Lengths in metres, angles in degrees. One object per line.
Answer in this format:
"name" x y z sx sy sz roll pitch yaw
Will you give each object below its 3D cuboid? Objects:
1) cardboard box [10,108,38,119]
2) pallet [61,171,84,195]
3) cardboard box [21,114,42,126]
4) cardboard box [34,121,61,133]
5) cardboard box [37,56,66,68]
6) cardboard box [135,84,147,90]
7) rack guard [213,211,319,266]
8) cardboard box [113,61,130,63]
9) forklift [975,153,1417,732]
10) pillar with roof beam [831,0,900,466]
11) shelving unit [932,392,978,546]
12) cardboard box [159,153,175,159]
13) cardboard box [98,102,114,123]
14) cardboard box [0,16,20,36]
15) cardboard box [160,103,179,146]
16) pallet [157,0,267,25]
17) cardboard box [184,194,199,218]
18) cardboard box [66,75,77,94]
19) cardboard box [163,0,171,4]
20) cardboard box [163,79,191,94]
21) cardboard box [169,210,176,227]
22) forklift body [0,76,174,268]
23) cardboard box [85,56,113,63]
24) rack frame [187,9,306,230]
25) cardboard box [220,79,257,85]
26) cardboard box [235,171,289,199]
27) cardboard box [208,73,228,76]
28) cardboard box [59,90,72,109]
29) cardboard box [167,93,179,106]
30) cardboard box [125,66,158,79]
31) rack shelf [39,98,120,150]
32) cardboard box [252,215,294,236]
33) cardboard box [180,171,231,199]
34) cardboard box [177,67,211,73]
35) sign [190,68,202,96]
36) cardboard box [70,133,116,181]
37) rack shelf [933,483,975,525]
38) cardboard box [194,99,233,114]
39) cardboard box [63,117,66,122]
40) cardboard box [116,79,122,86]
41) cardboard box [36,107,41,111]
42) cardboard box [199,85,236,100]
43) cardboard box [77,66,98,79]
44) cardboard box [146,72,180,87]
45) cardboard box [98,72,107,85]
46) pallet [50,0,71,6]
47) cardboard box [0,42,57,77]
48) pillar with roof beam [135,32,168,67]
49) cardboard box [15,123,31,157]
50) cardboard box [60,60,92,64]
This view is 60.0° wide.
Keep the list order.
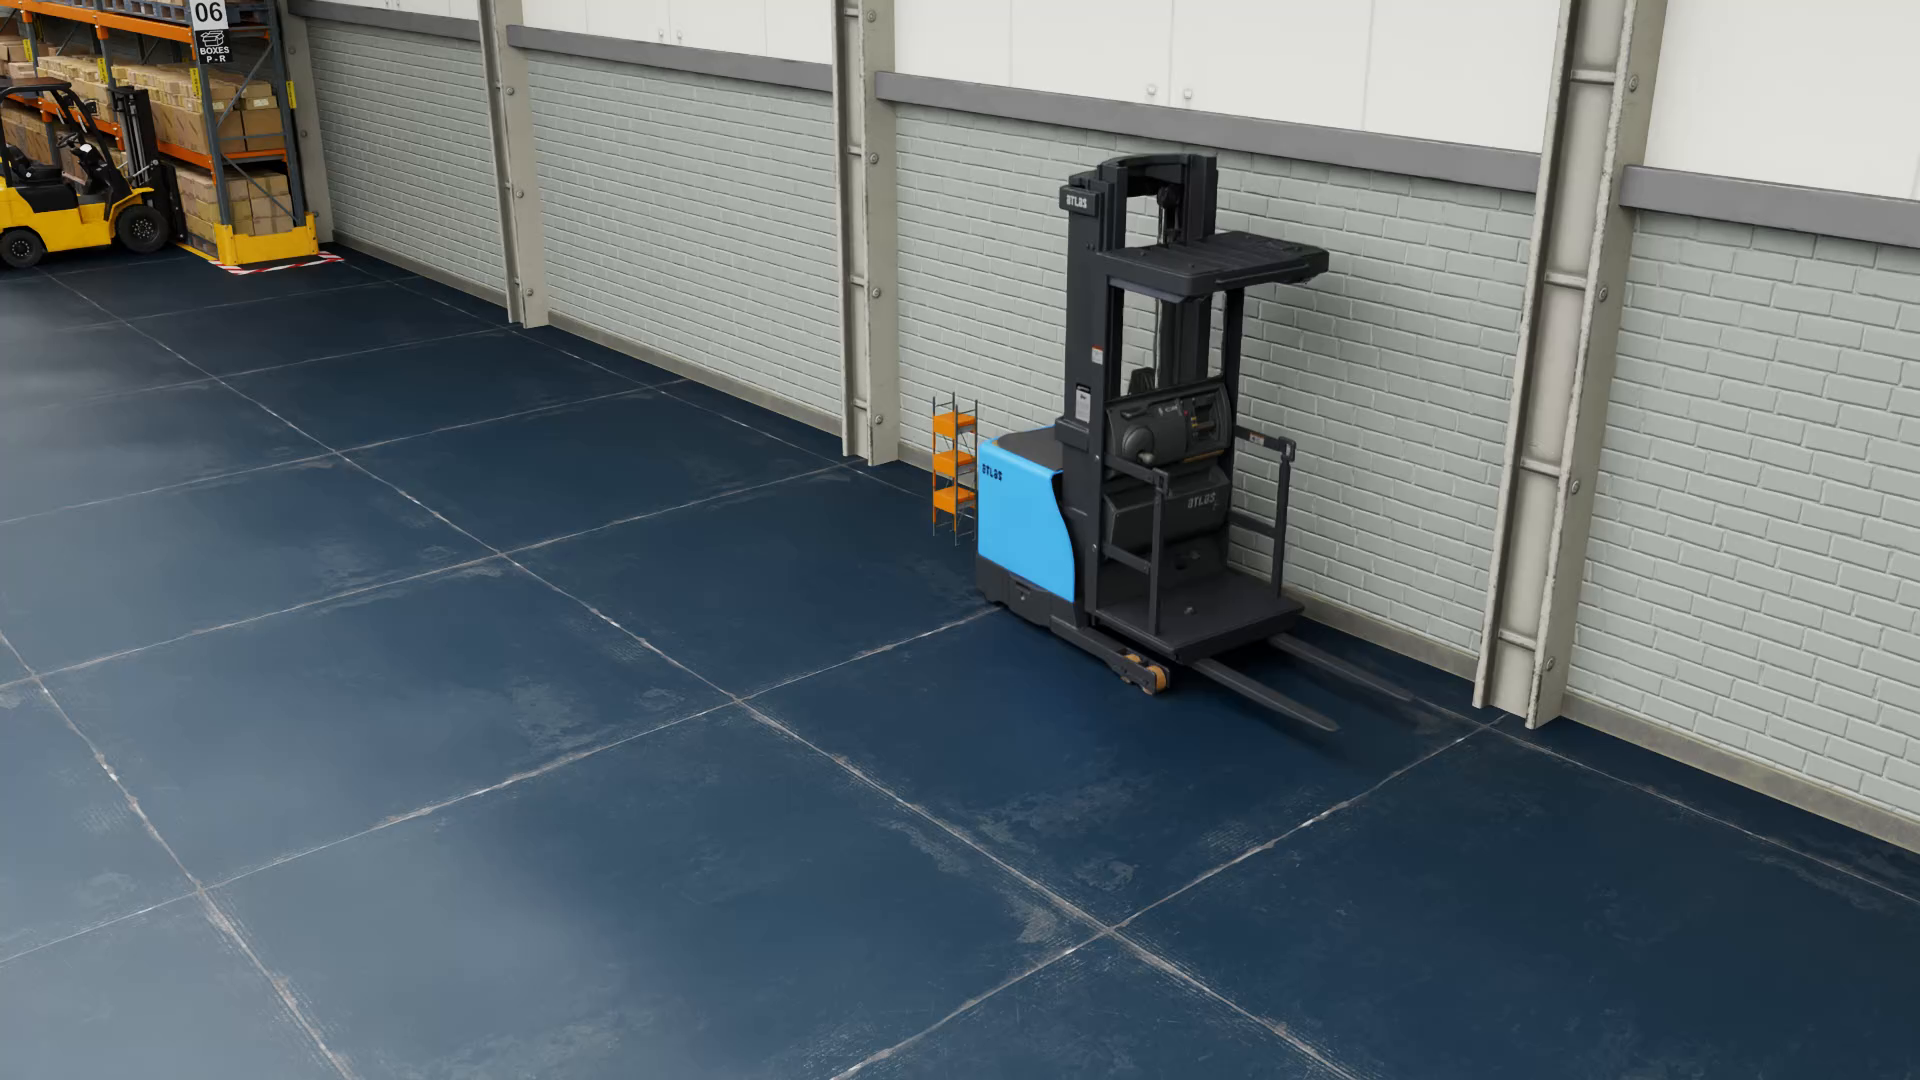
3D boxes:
"cardboard box" -15.987 -7.283 28.428 0.380 0.149 0.250 -18 28 -38
"pallet" -13.505 -5.670 26.171 1.003 0.211 1.213 -17 27 -37
"cardboard box" -15.372 -6.988 27.675 0.380 0.149 0.250 -19 28 -40
"cardboard box" -14.729 -6.683 26.896 0.380 0.149 0.250 -19 28 -40
"cardboard box" -14.028 -7.396 25.727 0.380 0.149 0.250 -16 27 -36
"cardboard box" -10.757 -6.003 22.171 0.380 0.149 0.250 -18 28 -38
"rack guard" -8.775 -3.825 21.063 1.175 0.500 0.348 -17 27 -37
"cardboard box" -12.631 -7.093 24.953 0.380 0.149 0.250 -16 27 -36
"forklift" 1.366 -0.666 9.665 1.130 2.935 3.031 -15 26 -33
"pillar with roof beam" -3.991 -3.855 9.488 9.100 9.000 0.400 -17 27 -37
"shelving unit" -0.035 -0.504 11.830 0.215 1.050 0.252 -17 27 -37
"cardboard box" -10.998 -5.129 22.789 0.500 0.250 0.500 -17 27 -37
"cardboard box" -11.929 -6.107 23.670 0.500 0.250 0.500 -17 27 -36
"cardboard box" -17.394 -9.203 30.137 0.500 0.500 0.500 -18 28 -39
"cardboard box" -9.978 -5.402 21.526 0.500 0.500 0.500 -18 28 -38
"pallet" -9.233 -6.552 20.608 1.003 0.211 1.213 -17 27 -37
"cardboard box" -9.665 -4.344 21.472 0.500 0.250 0.500 -18 28 -38
"cardboard box" -12.902 -6.765 24.663 0.500 0.250 0.500 -17 27 -37
"cardboard box" -9.562 -6.673 20.428 0.380 0.149 0.250 -18 28 -39
"cardboard box" -9.921 -5.790 21.218 0.380 0.149 0.250 -17 27 -36
"cardboard box" -10.330 -4.383 22.256 0.500 0.250 0.500 -16 27 -36
"forklift body" -11.411 -4.689 21.008 2.313 2.155 1.214 -17 27 -37
"cardboard box" -13.269 -7.380 25.688 0.380 0.149 0.250 -17 27 -37
"rack frame" -8.791 -4.995 20.624 1.000 3.000 0.127 -17 27 -37
"cardboard box" -9.177 -5.776 21.183 0.380 0.149 0.250 -17 27 -36
"cardboard box" -8.961 -4.554 21.321 0.500 0.250 0.500 -18 28 -38
"cardboard box" -9.836 -6.060 21.909 0.380 0.149 0.250 -17 27 -37
"cardboard box" -13.242 -6.674 25.116 0.500 0.250 0.500 -19 28 -39
"cardboard box" -9.905 -5.656 21.286 0.380 0.149 0.250 -19 28 -39
"cardboard box" -11.166 -6.382 22.731 0.380 0.149 0.250 -17 27 -37
"rack shelf" -12.707 -6.318 24.988 1.077 0.370 4.000 -17 27 -37
"cardboard box" -8.963 -4.093 21.514 0.500 0.250 0.500 -17 27 -37
"cardboard box" -9.666 -4.569 21.359 0.500 0.250 0.500 -17 27 -36
"cardboard box" -10.439 -6.368 22.694 0.380 0.149 0.250 -18 28 -38
"sign" -9.211 -5.519 20.050 0.100 0.325 0.005 -17 27 -37
"cardboard box" -13.184 -5.941 25.719 0.875 0.625 0.625 -16 27 -36
"rack shelf" -0.035 -0.235 11.936 0.215 0.259 0.240 -17 27 -37
"cardboard box" -9.230 -5.373 20.562 0.380 0.149 0.250 -17 27 -37
"cardboard box" -14.808 -7.044 27.819 0.380 0.149 0.250 -18 28 -39
"cardboard box" -11.393 -6.298 22.925 0.380 0.149 0.250 -18 28 -38
"cardboard box" -15.824 -7.475 28.917 0.380 0.149 0.250 -17 27 -37
"cardboard box" -9.184 -5.531 20.558 0.380 0.149 0.250 -17 27 -37
"cardboard box" -12.650 -6.836 24.299 0.380 0.149 0.250 -17 27 -37
"cardboard box" -10.518 -6.092 21.989 0.380 0.149 0.250 -18 27 -38
"cardboard box" -11.975 -6.557 23.586 0.380 0.149 0.250 -18 28 -38
"pallet" -12.770 -8.040 24.543 1.003 0.211 1.213 -16 26 -35
"cardboard box" -15.219 -7.856 27.211 0.797 0.503 0.637 -18 28 -39
"pillar with roof beam" -15.741 -8.828 22.185 9.100 9.000 0.400 -17 27 -37
"cardboard box" -15.467 -6.726 27.896 0.500 0.500 0.500 -19 28 -39
"cardboard box" -13.299 -7.126 25.038 0.380 0.149 0.250 -17 27 -37
